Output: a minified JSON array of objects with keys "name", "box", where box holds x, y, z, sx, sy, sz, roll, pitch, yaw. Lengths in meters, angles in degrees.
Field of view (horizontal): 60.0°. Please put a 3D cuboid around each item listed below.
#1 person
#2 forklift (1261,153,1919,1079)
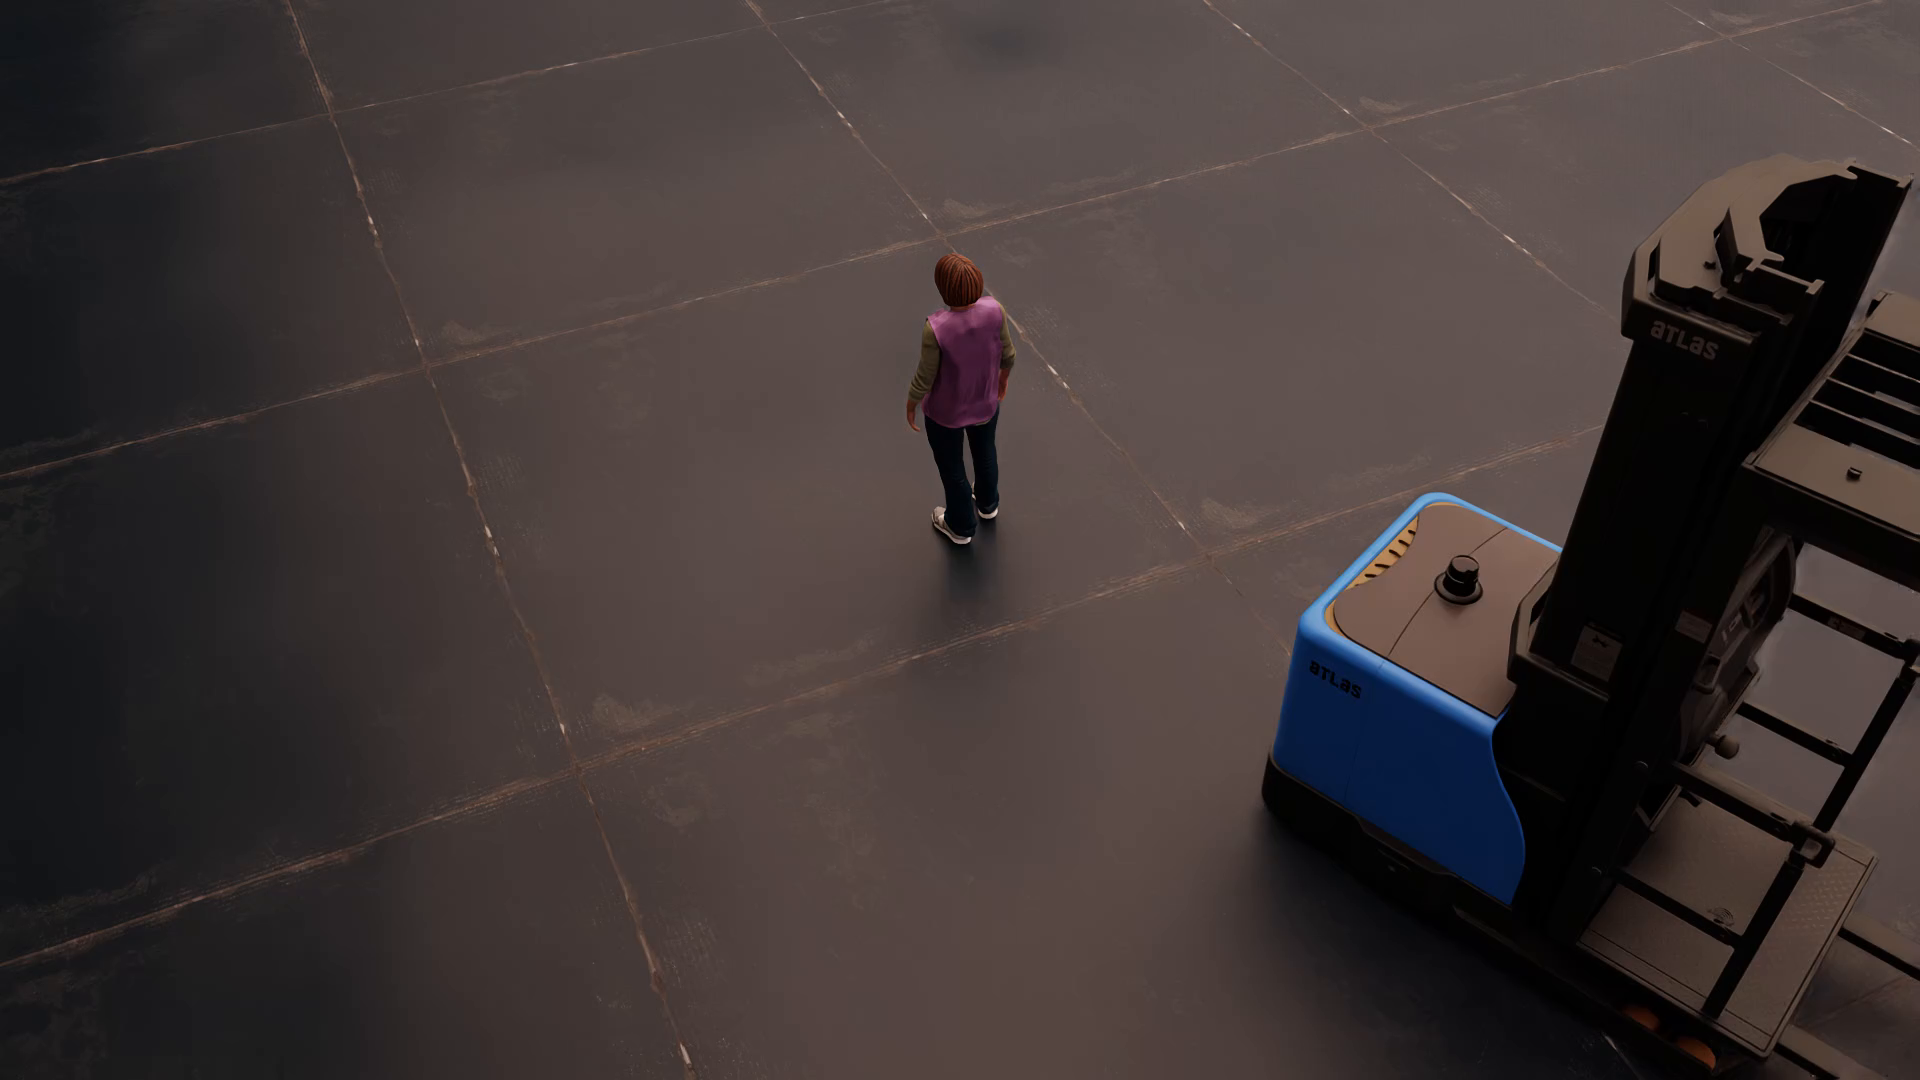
[{"name":"person","box":[-0.018,-0.640,7.332,0.520,1.599,0.473,-18,46,-18]},{"name":"forklift","box":[2.649,0.408,5.243,3.031,2.935,1.130,30,51,29]}]
